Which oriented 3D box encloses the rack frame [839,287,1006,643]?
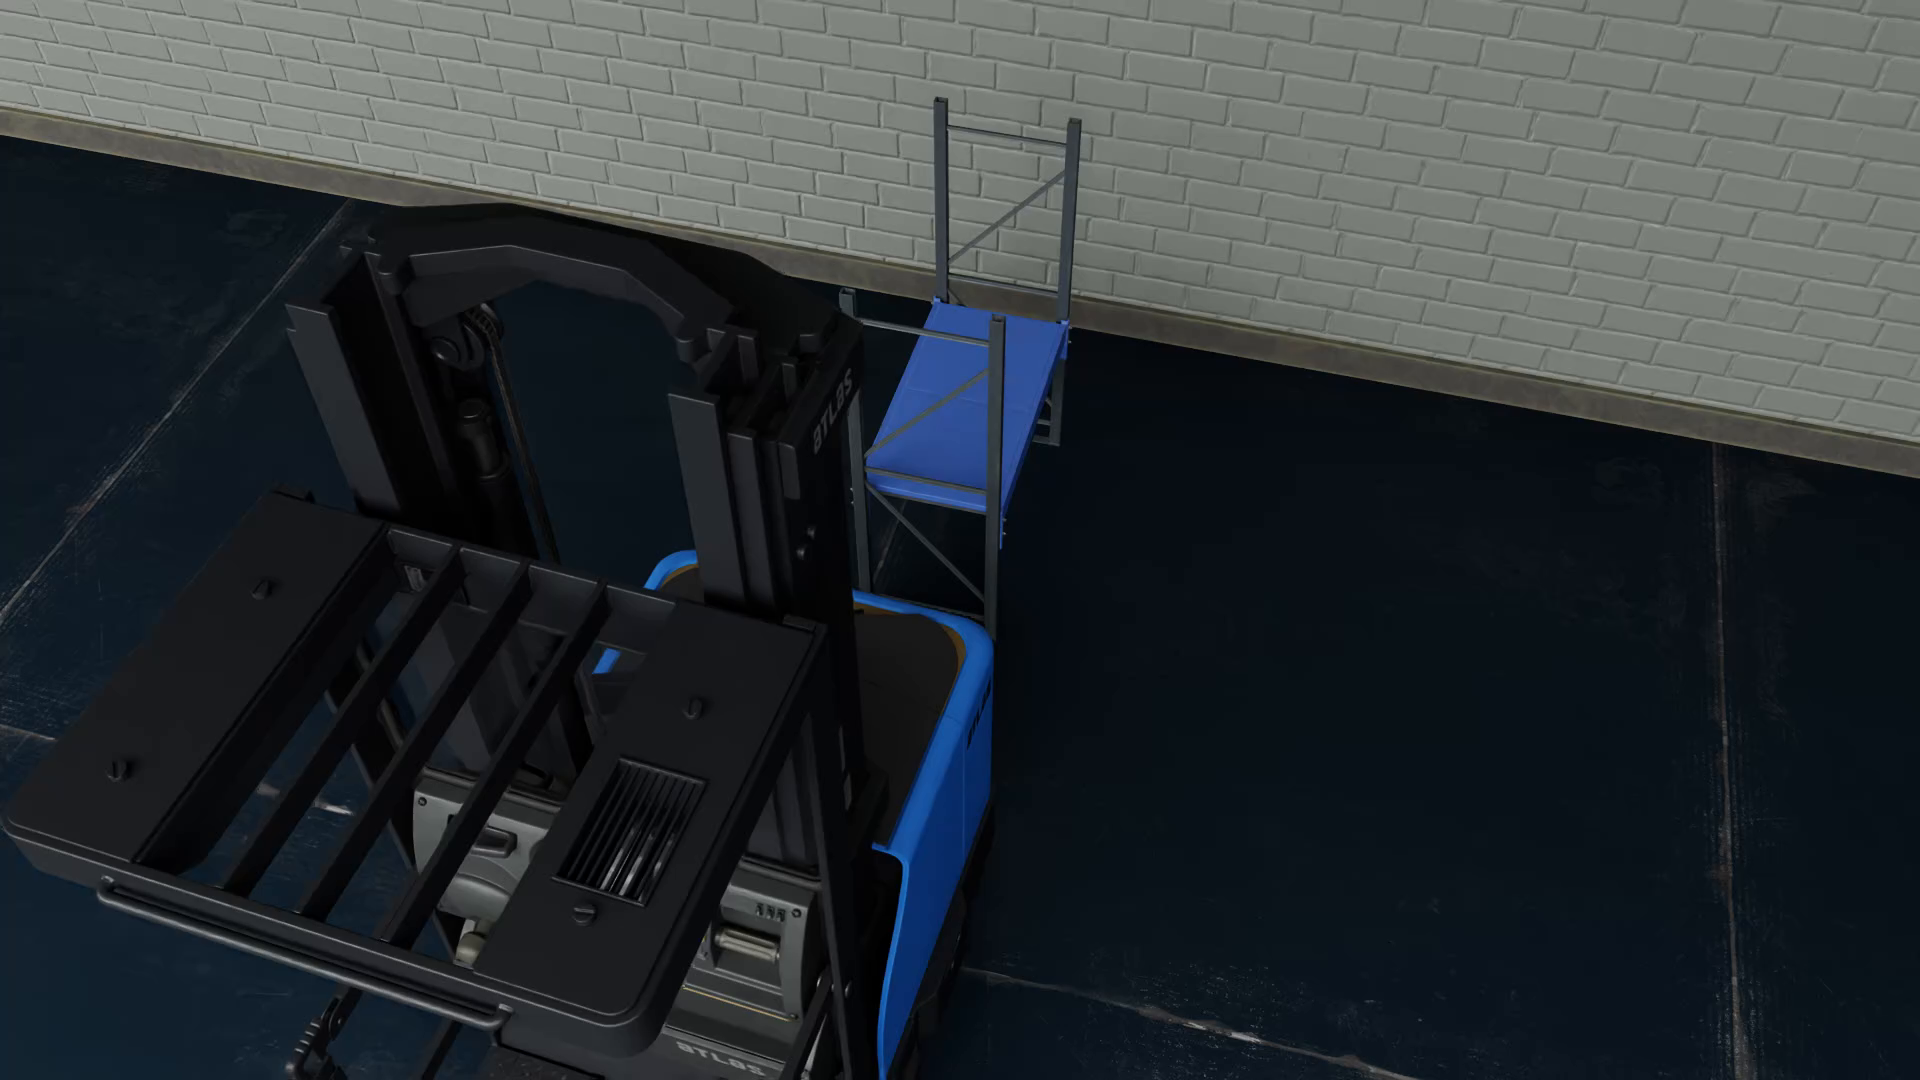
[{"bbox_3d":[-0.111,-0.190,5.418,0.500,1.500,0.032,12,50,10],"label":"rack frame"}]

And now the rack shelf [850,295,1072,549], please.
[{"bbox_3d":[0.022,-0.439,5.877,0.538,0.185,1.000,12,50,10],"label":"rack shelf"}]

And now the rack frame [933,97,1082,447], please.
[{"bbox_3d":[0.156,-0.926,6.067,0.500,1.500,0.032,12,50,10],"label":"rack frame"}]

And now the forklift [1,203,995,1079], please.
[{"bbox_3d":[-0.831,0.915,3.488,1.130,2.935,3.031,14,50,12],"label":"forklift"}]

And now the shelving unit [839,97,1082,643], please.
[{"bbox_3d":[0.022,-0.558,5.742,0.538,1.500,1.048,12,50,10],"label":"shelving unit"}]
